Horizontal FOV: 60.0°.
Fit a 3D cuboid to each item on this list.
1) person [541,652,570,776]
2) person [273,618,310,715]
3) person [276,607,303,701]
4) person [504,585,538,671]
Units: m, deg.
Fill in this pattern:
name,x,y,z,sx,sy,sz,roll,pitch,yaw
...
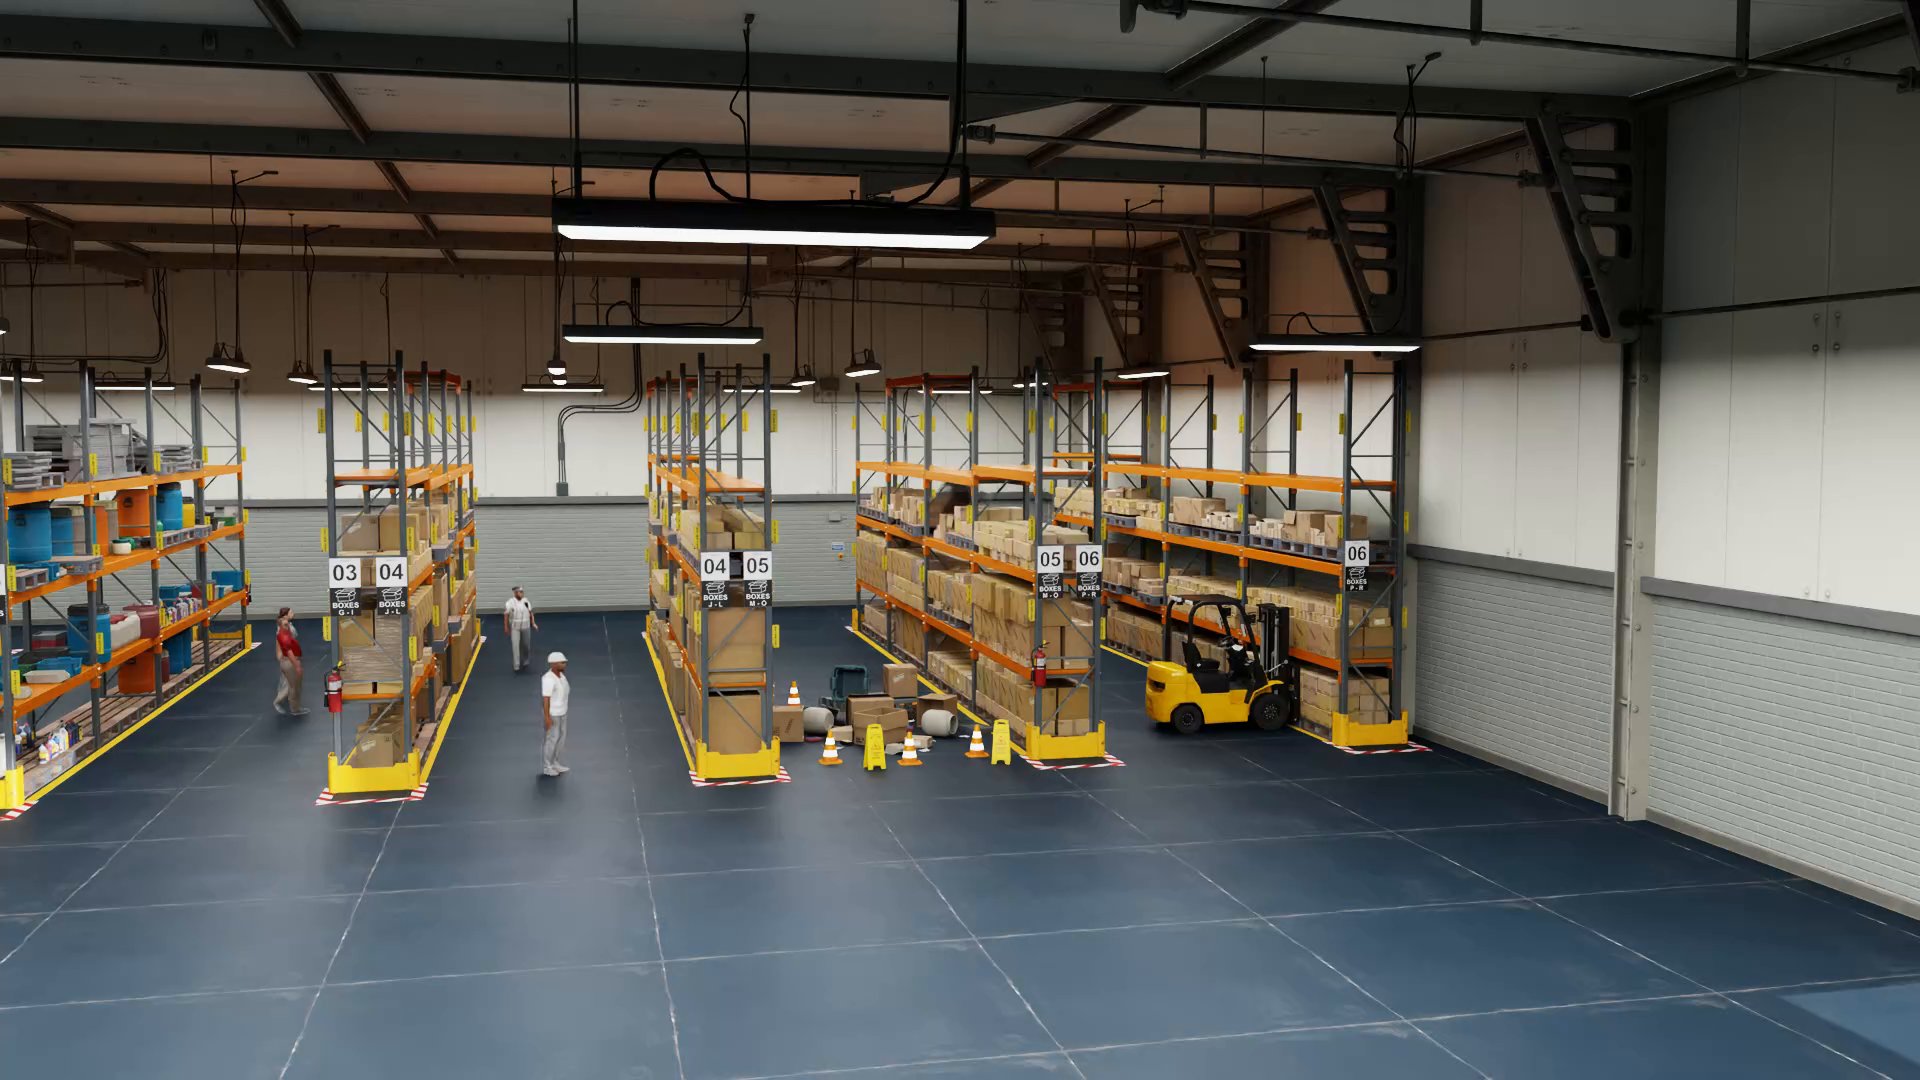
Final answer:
name,x,y,z,sx,sy,sz,roll,pitch,yaw
person,-5.771,2.473,23.730,0.409,1.760,0.716,1,4,9
person,-11.438,2.170,28.489,0.597,1.683,0.596,-3,5,-40
person,-12.248,2.066,30.325,0.521,1.690,0.506,1,4,18
person,-8.973,1.771,33.969,0.674,1.726,1.034,-1,4,-15
